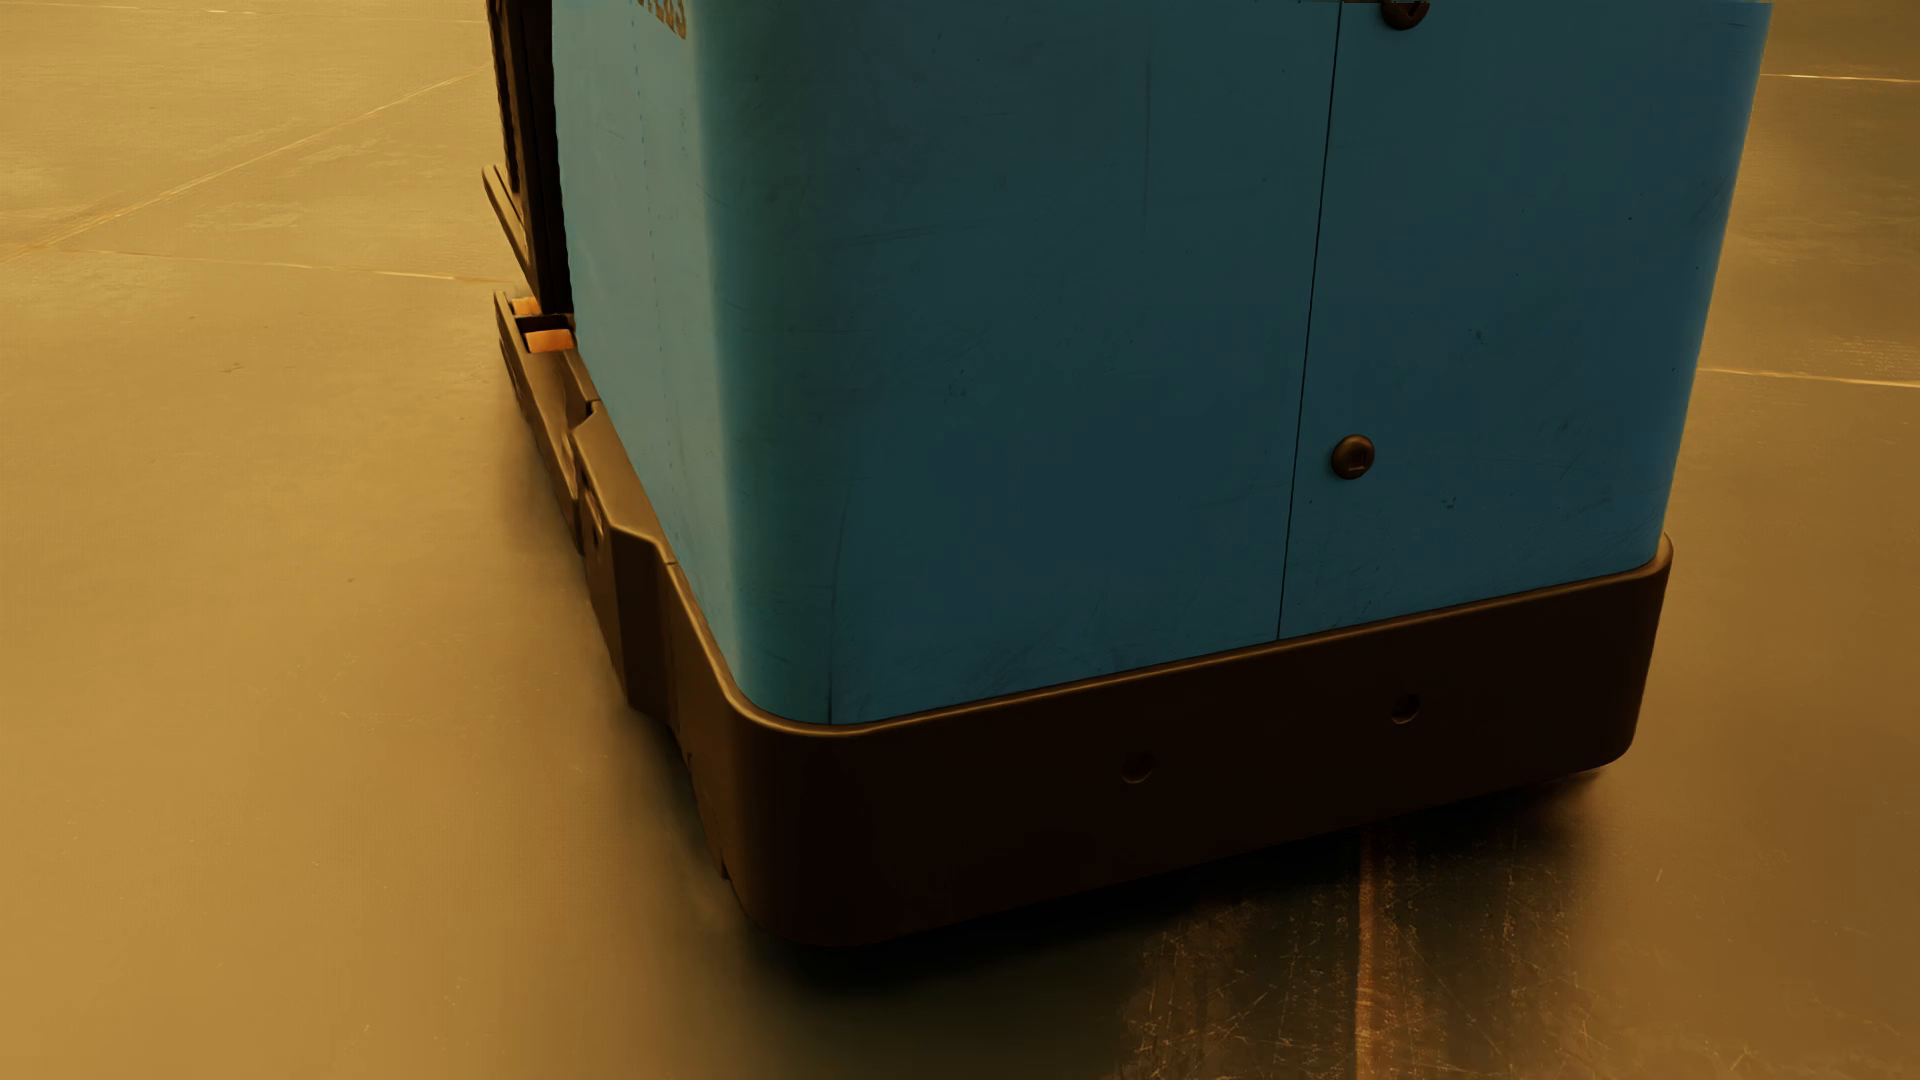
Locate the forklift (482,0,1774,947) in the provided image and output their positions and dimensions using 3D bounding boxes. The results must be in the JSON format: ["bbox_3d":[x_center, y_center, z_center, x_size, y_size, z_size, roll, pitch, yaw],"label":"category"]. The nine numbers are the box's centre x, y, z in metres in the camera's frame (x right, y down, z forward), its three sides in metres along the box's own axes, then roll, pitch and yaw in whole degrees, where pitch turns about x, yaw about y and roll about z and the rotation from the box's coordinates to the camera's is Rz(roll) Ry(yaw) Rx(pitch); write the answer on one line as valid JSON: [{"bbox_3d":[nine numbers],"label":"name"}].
[{"bbox_3d":[-0.213,-1.566,2.351,1.130,2.935,3.031,-9,28,-18],"label":"forklift"}]
